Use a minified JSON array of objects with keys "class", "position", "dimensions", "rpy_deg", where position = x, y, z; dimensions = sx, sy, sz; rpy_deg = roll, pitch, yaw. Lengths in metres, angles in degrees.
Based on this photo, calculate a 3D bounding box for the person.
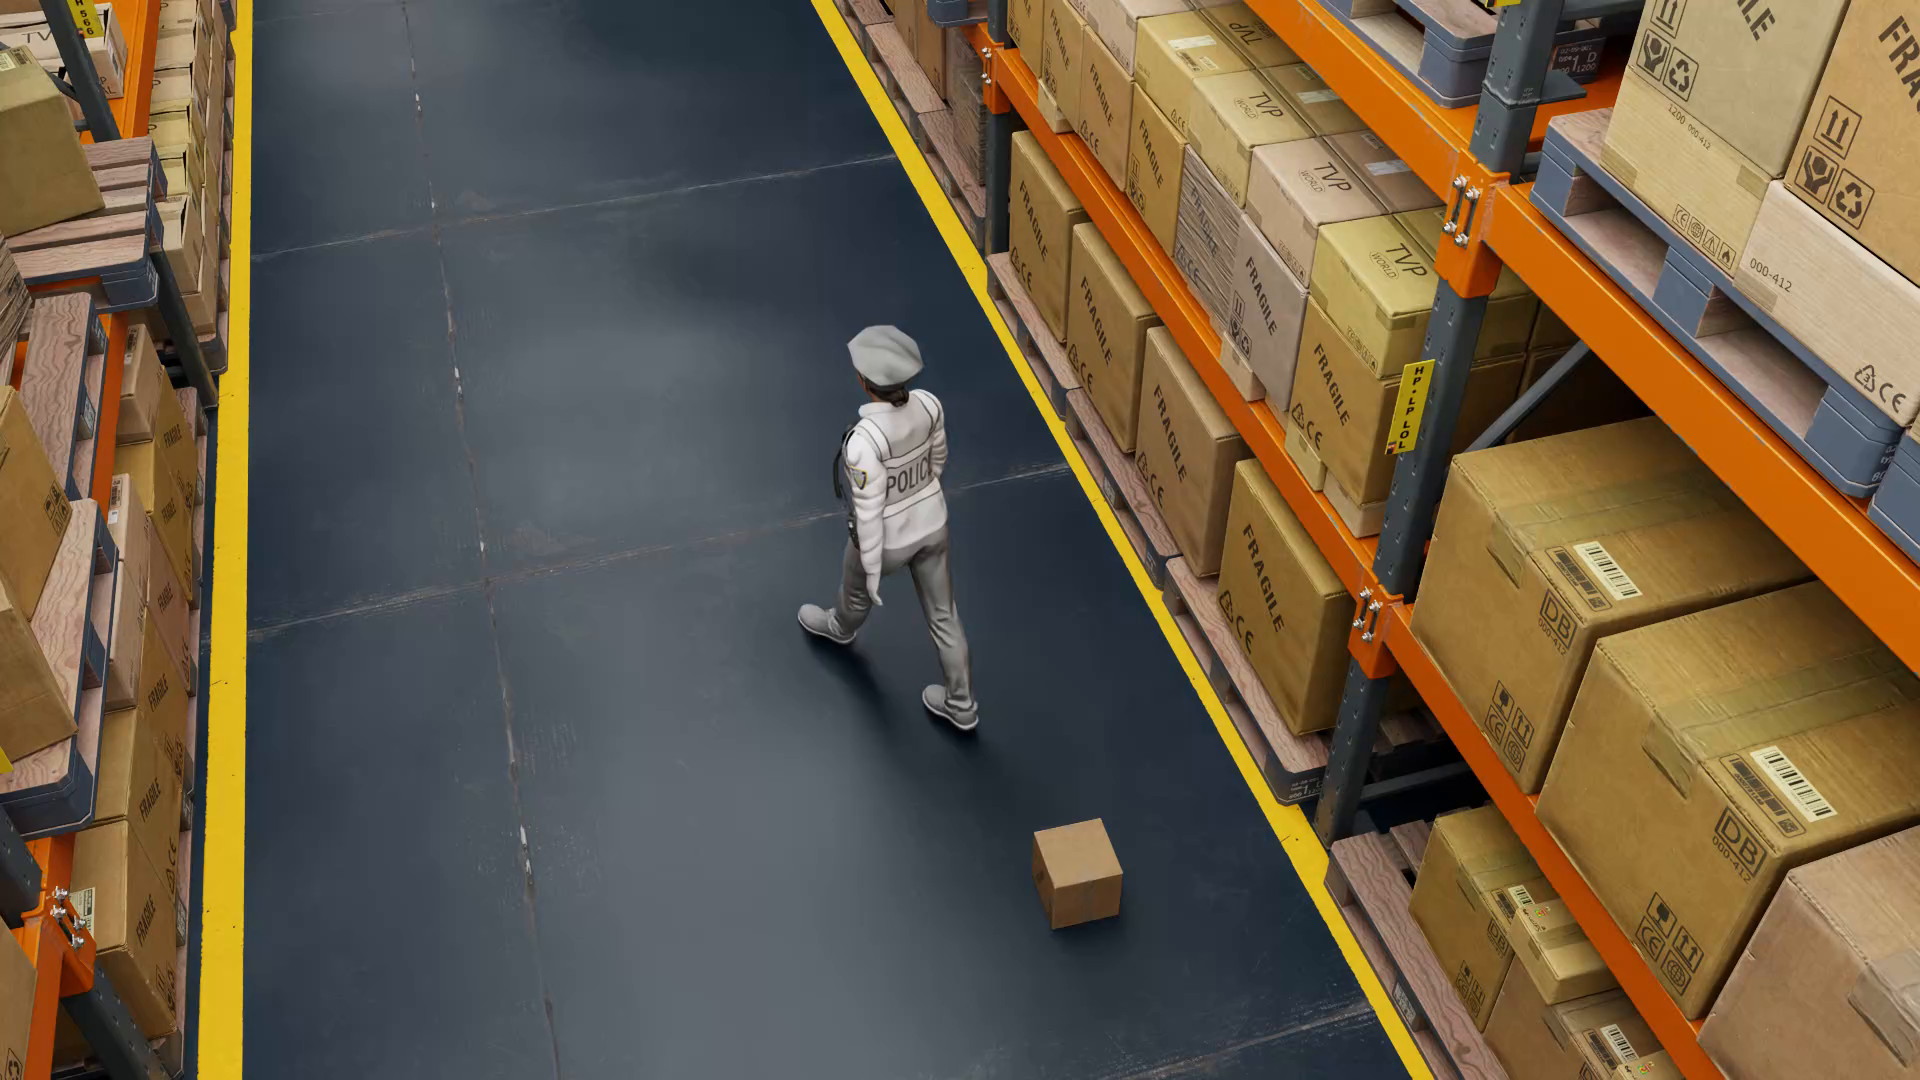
[{"class":"person","position":[-0.253,-0.090,6.232],"dimensions":[0.514,1.616,0.968],"rpy_deg":[-28,49,-27]}]
